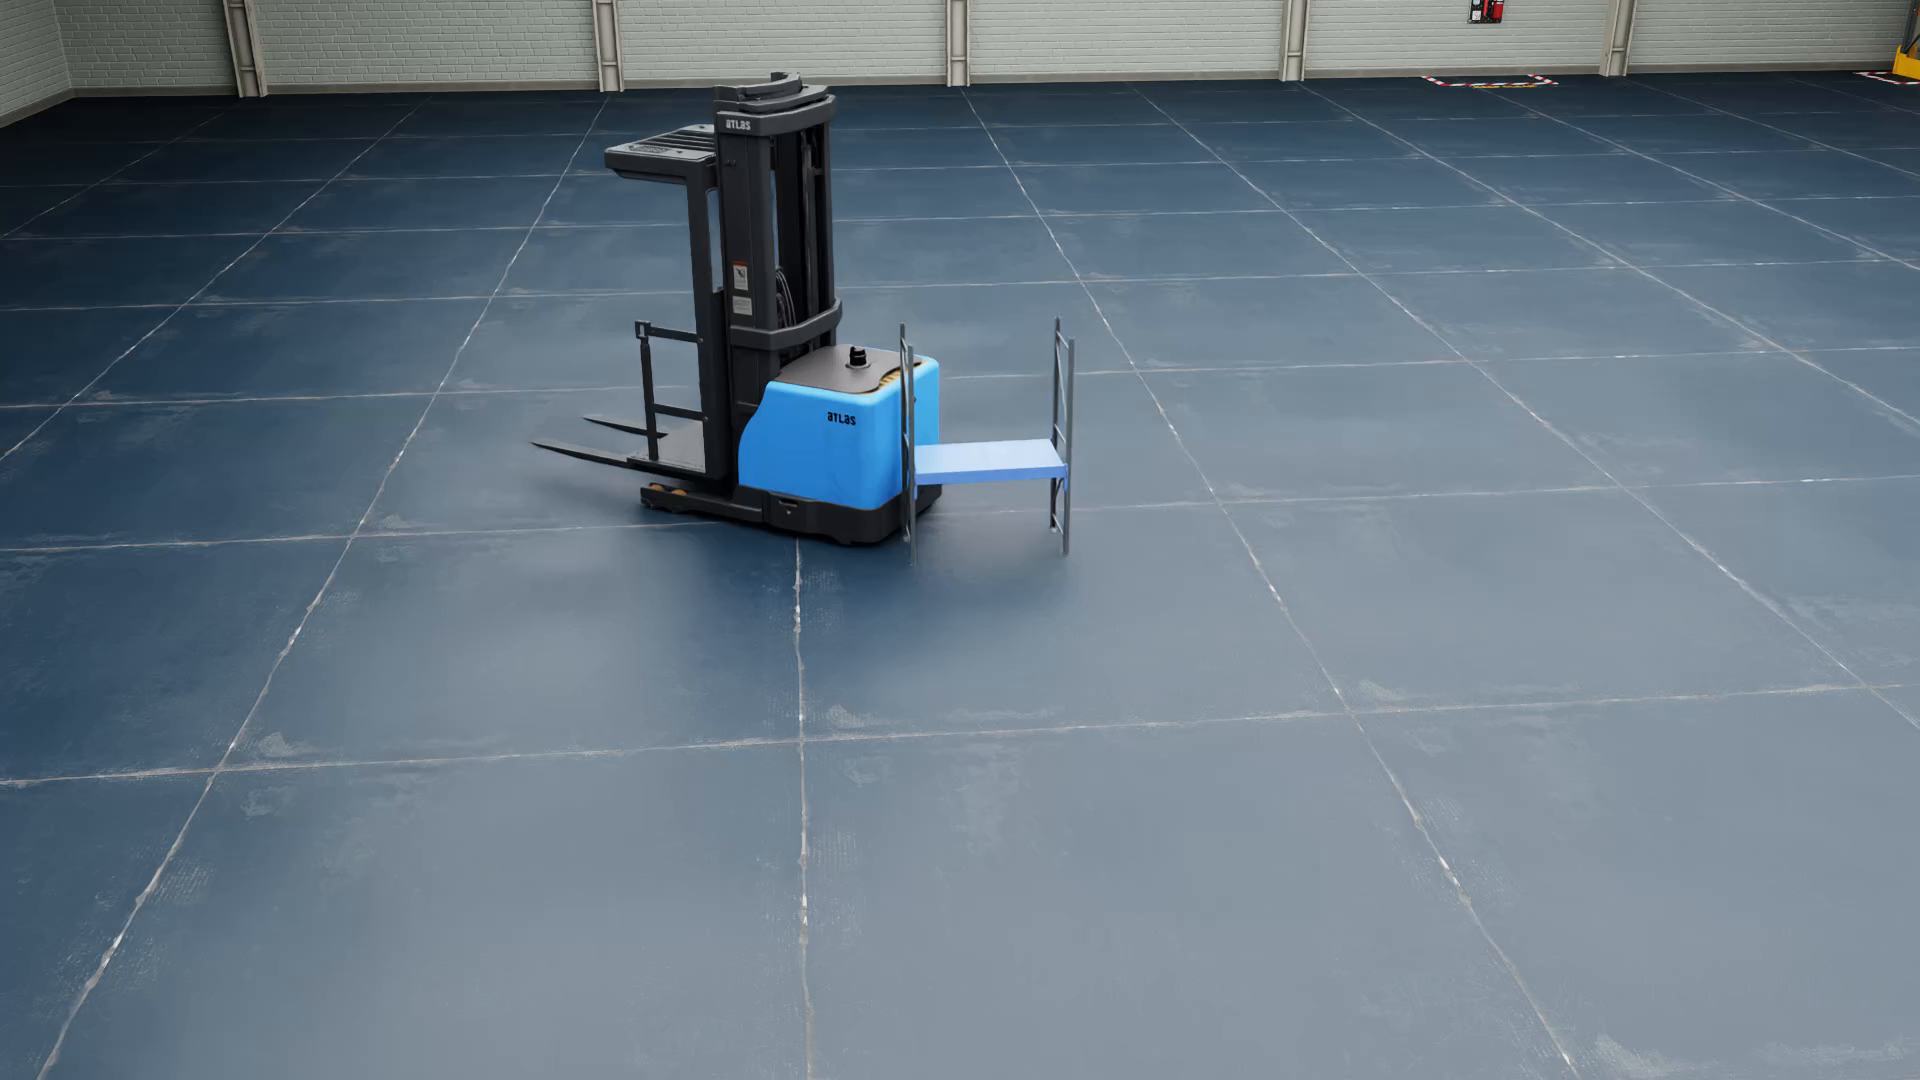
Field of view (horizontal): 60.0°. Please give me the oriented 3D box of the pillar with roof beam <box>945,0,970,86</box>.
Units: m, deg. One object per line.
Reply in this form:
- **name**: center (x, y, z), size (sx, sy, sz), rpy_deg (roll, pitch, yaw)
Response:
- **pillar with roof beam**: center (0.385, -10.389, 23.544), size (0.400, 9.000, 9.100), rpy_deg (-2, 24, -5)

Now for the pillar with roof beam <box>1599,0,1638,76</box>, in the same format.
- **pillar with roof beam**: center (12.327, -10.868, 24.622), size (0.400, 9.000, 9.100), rpy_deg (-2, 24, -5)

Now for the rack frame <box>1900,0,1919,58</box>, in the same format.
- **rack frame**: center (17.263, -9.729, 29.445), size (0.127, 3.000, 1.000), rpy_deg (-2, 24, -5)

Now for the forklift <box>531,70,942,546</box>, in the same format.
- **forklift**: center (-1.681, -1.704, 11.475), size (3.031, 2.935, 1.130), rpy_deg (12, 26, 24)

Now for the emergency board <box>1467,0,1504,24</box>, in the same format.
- **emergency board**: center (9.441, -9.784, 29.568), size (0.643, 1.169, 0.194), rpy_deg (-2, 24, -5)

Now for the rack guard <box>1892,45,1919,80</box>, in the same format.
- **rack guard**: center (17.339, -8.590, 29.959), size (0.348, 0.500, 1.175), rpy_deg (-2, 24, -5)

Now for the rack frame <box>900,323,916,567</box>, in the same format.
- **rack frame**: center (-0.338, -0.613, 10.782), size (0.032, 1.500, 0.500), rpy_deg (-3, 24, -8)

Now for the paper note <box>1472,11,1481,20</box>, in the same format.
- **paper note**: center (9.258, -9.402, 29.794), size (0.142, 0.148, 0.016), rpy_deg (-2, 24, -5)

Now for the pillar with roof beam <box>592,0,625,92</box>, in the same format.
- **pillar with roof beam**: center (-5.586, -10.150, 23.006), size (0.400, 9.000, 9.100), rpy_deg (-2, 24, -5)

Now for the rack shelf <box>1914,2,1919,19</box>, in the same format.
- **rack shelf**: center (19.253, -9.480, 29.771), size (4.000, 0.370, 1.077), rpy_deg (-2, 24, -5)

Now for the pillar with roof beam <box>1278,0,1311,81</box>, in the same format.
- **pillar with roof beam**: center (6.356, -10.629, 24.083), size (0.400, 9.000, 9.100), rpy_deg (-2, 24, -5)

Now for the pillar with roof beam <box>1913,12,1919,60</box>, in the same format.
- **pillar with roof beam**: center (18.298, -11.108, 25.161), size (0.400, 9.000, 9.100), rpy_deg (-2, 24, -5)

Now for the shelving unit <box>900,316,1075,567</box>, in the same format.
- **shelving unit**: center (0.165, -0.643, 10.849), size (1.048, 1.500, 0.538), rpy_deg (-3, 24, -8)

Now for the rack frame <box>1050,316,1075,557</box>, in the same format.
- **rack frame**: center (0.668, -0.672, 10.916), size (0.032, 1.500, 0.500), rpy_deg (-3, 24, -8)

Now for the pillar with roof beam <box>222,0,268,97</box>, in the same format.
- **pillar with roof beam**: center (-11.557, -9.910, 22.467), size (0.400, 9.000, 9.100), rpy_deg (-2, 24, -5)

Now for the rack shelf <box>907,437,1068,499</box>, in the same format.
- **rack shelf**: center (0.165, -0.478, 10.922), size (1.000, 0.185, 0.538), rpy_deg (-3, 24, -8)
